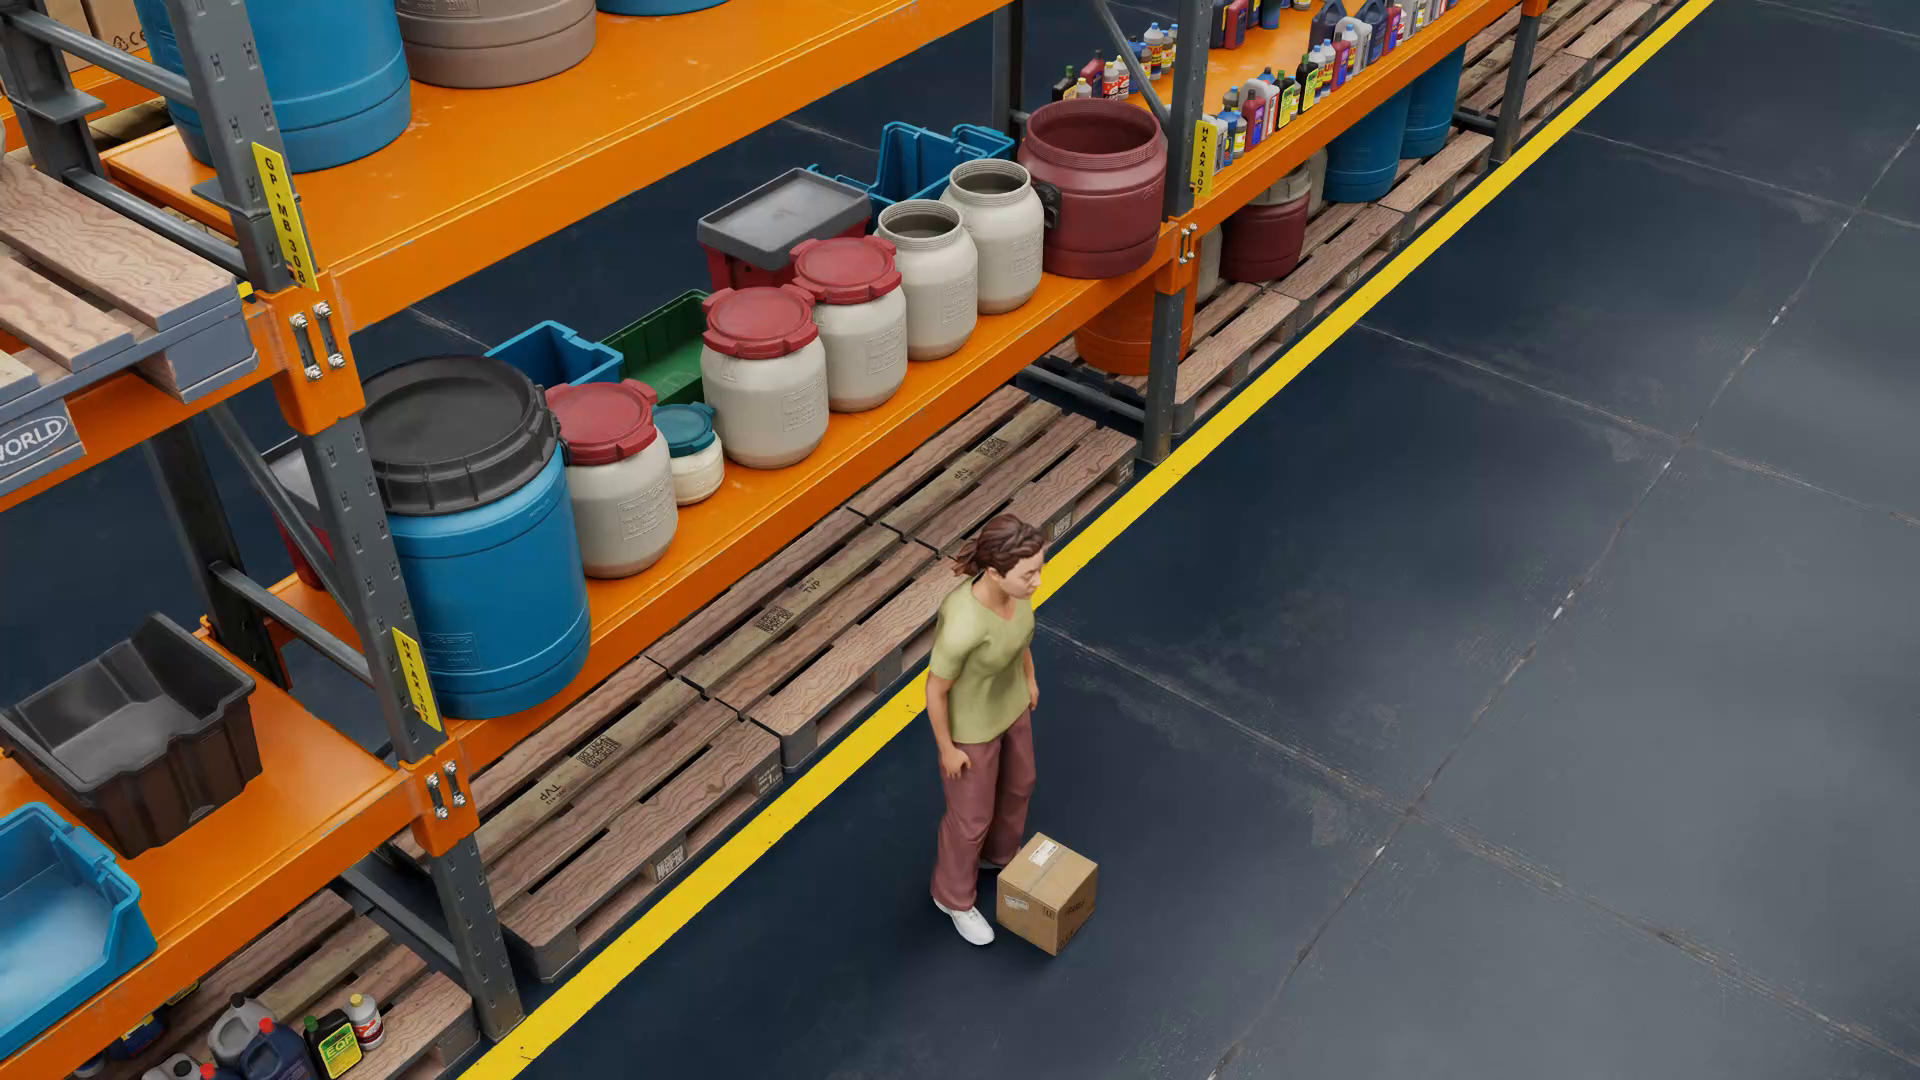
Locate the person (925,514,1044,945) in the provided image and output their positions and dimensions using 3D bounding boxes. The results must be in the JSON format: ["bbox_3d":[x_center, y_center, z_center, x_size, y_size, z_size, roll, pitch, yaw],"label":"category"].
[{"bbox_3d":[0.099,0.584,5.434,0.354,1.673,0.499,26,46,28],"label":"person"}]
